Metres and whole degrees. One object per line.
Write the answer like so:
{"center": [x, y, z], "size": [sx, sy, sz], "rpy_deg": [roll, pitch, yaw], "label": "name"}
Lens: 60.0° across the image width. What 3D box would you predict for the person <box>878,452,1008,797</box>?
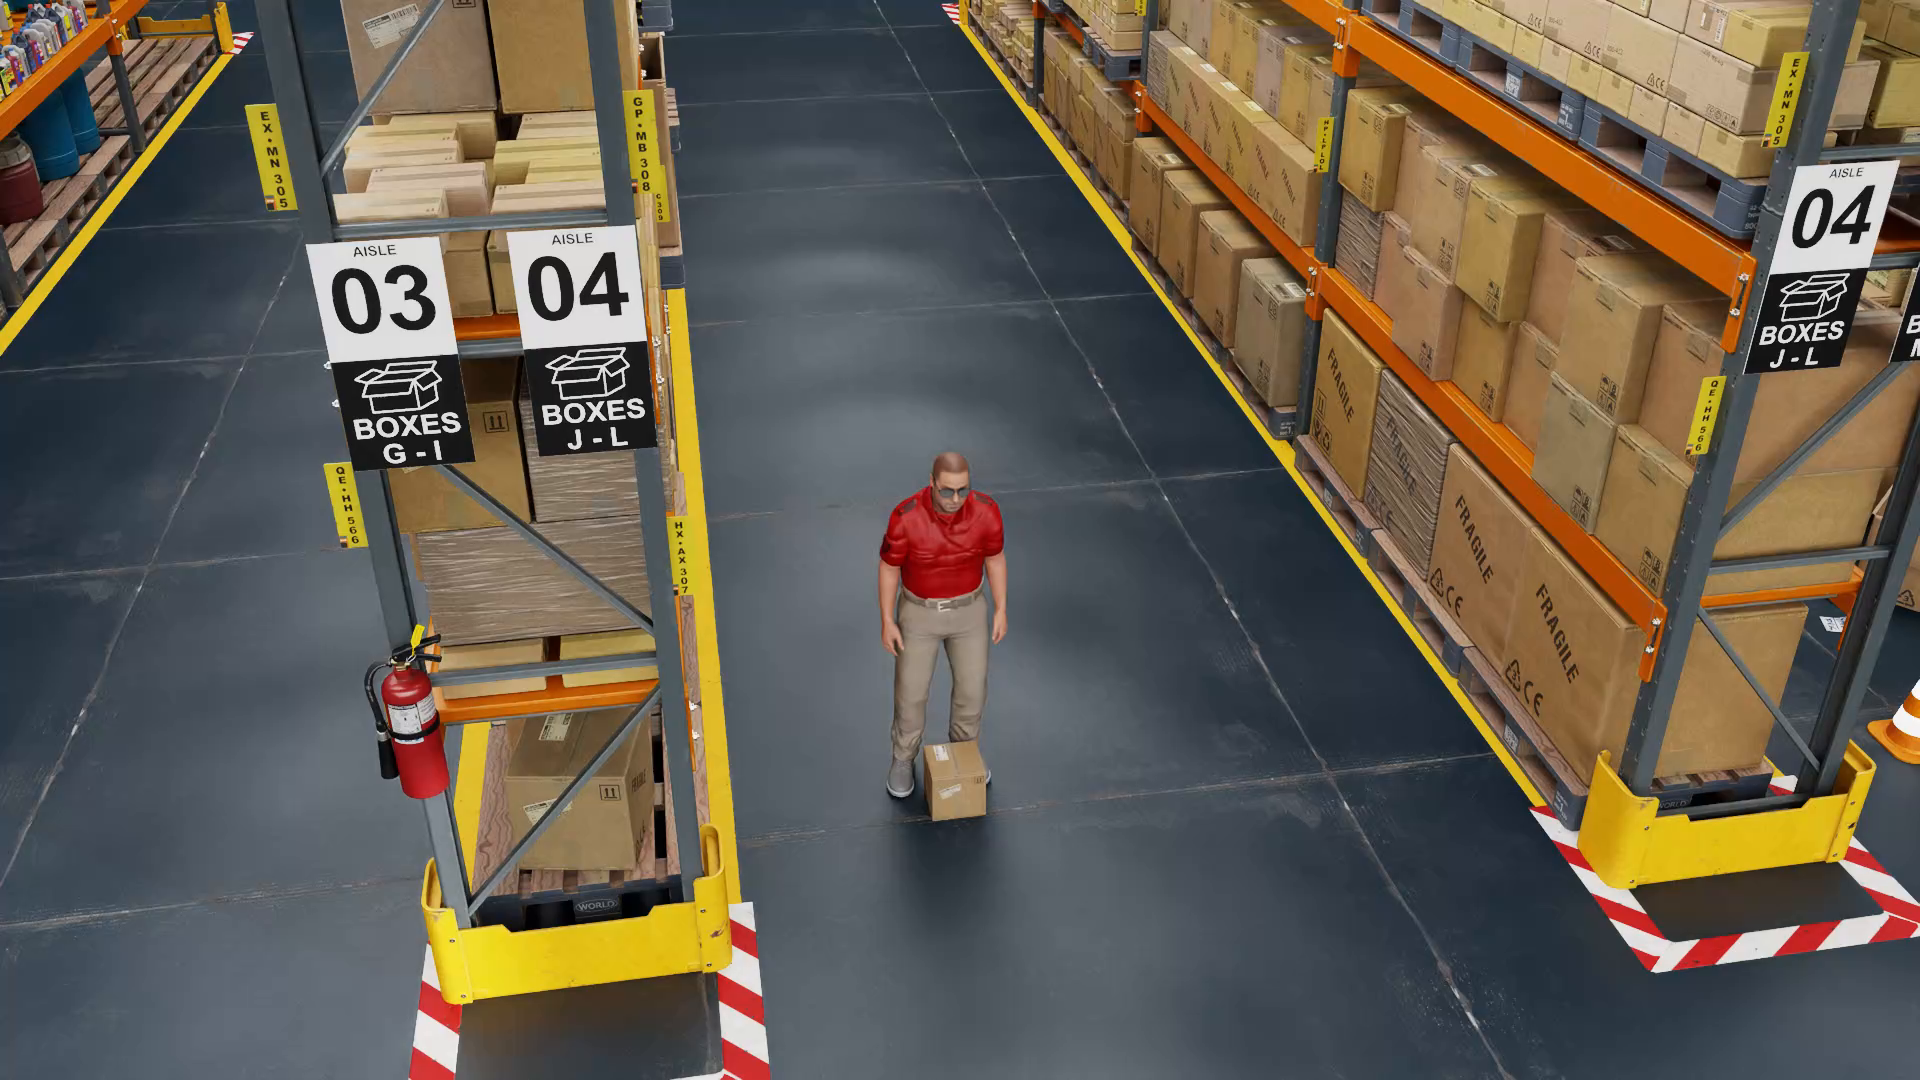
{"center": [-0.074, 0.352, 7.554], "size": [0.595, 1.727, 0.384], "rpy_deg": [-6, 31, -10], "label": "person"}
